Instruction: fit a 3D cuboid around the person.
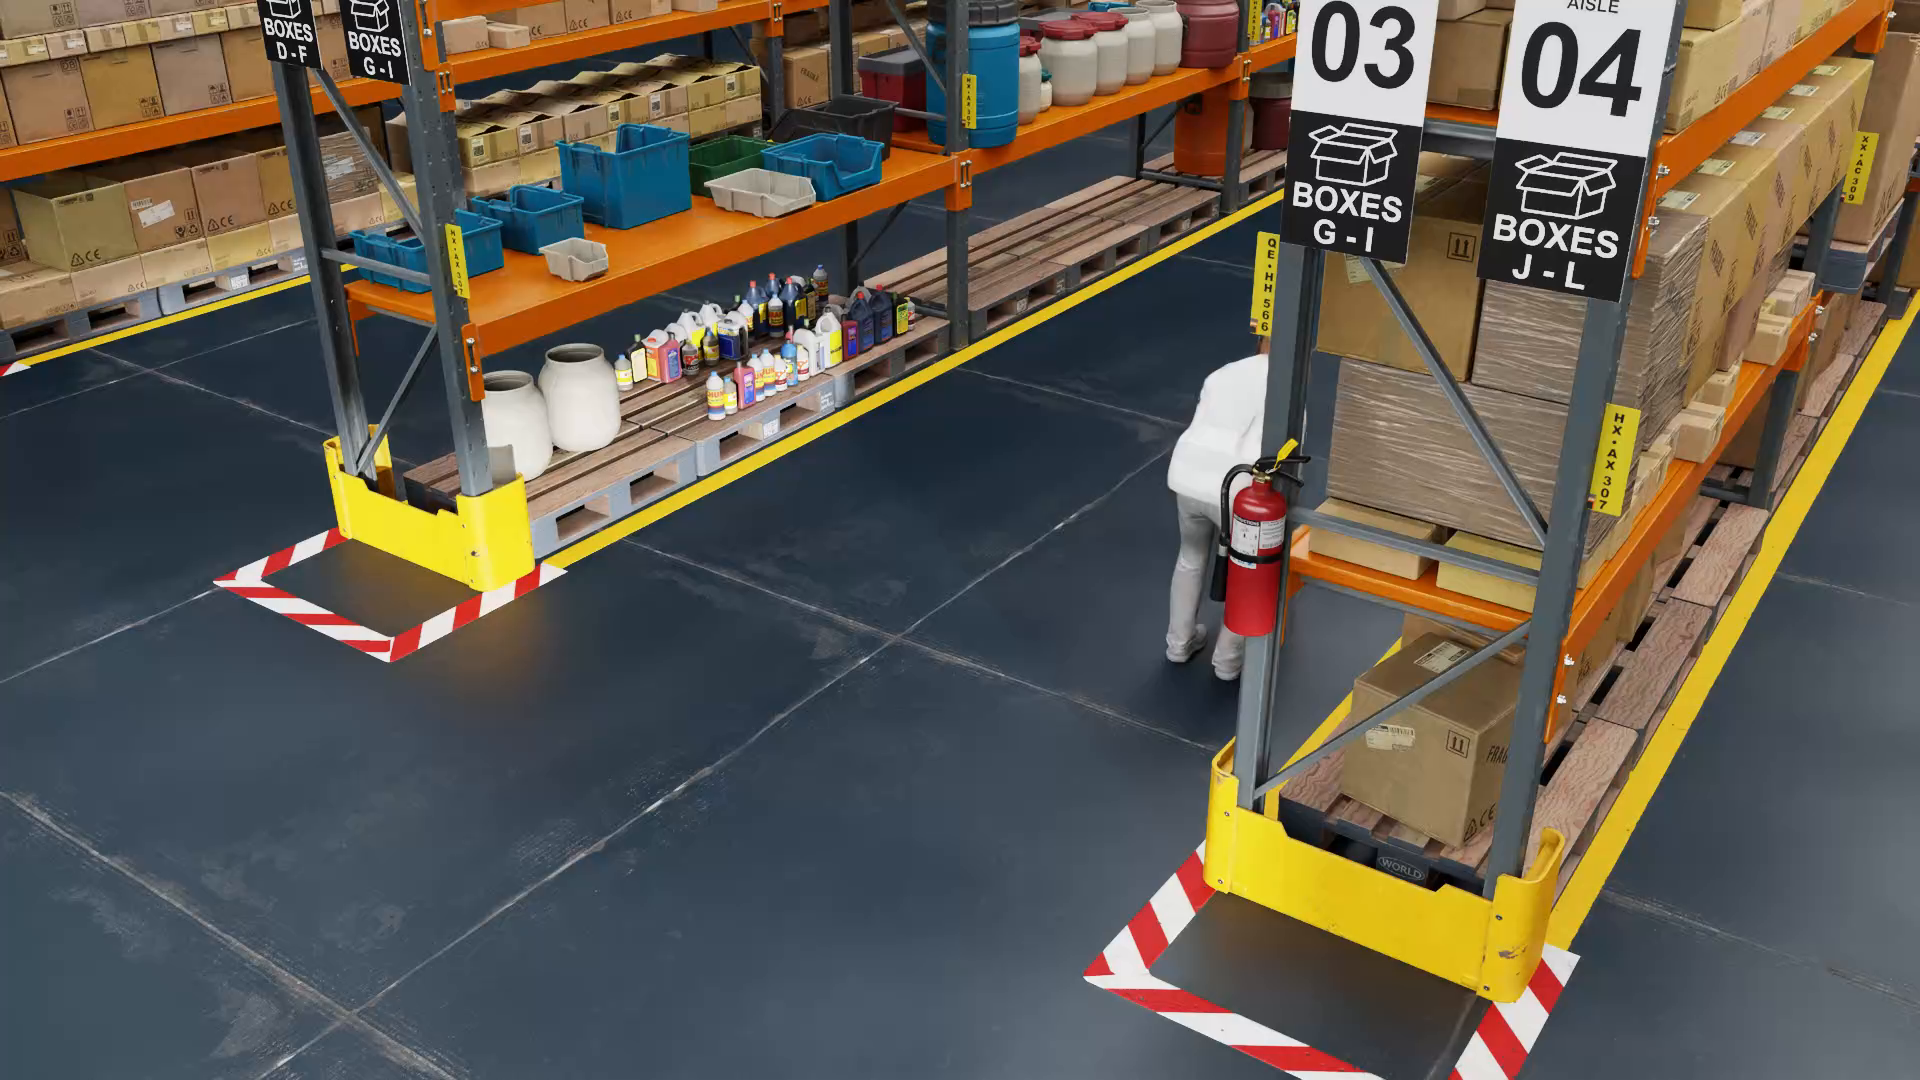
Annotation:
[{"bbox_3d":[1.230,-0.203,7.296,0.475,1.490,0.842,19,32,32],"label":"person"}]
